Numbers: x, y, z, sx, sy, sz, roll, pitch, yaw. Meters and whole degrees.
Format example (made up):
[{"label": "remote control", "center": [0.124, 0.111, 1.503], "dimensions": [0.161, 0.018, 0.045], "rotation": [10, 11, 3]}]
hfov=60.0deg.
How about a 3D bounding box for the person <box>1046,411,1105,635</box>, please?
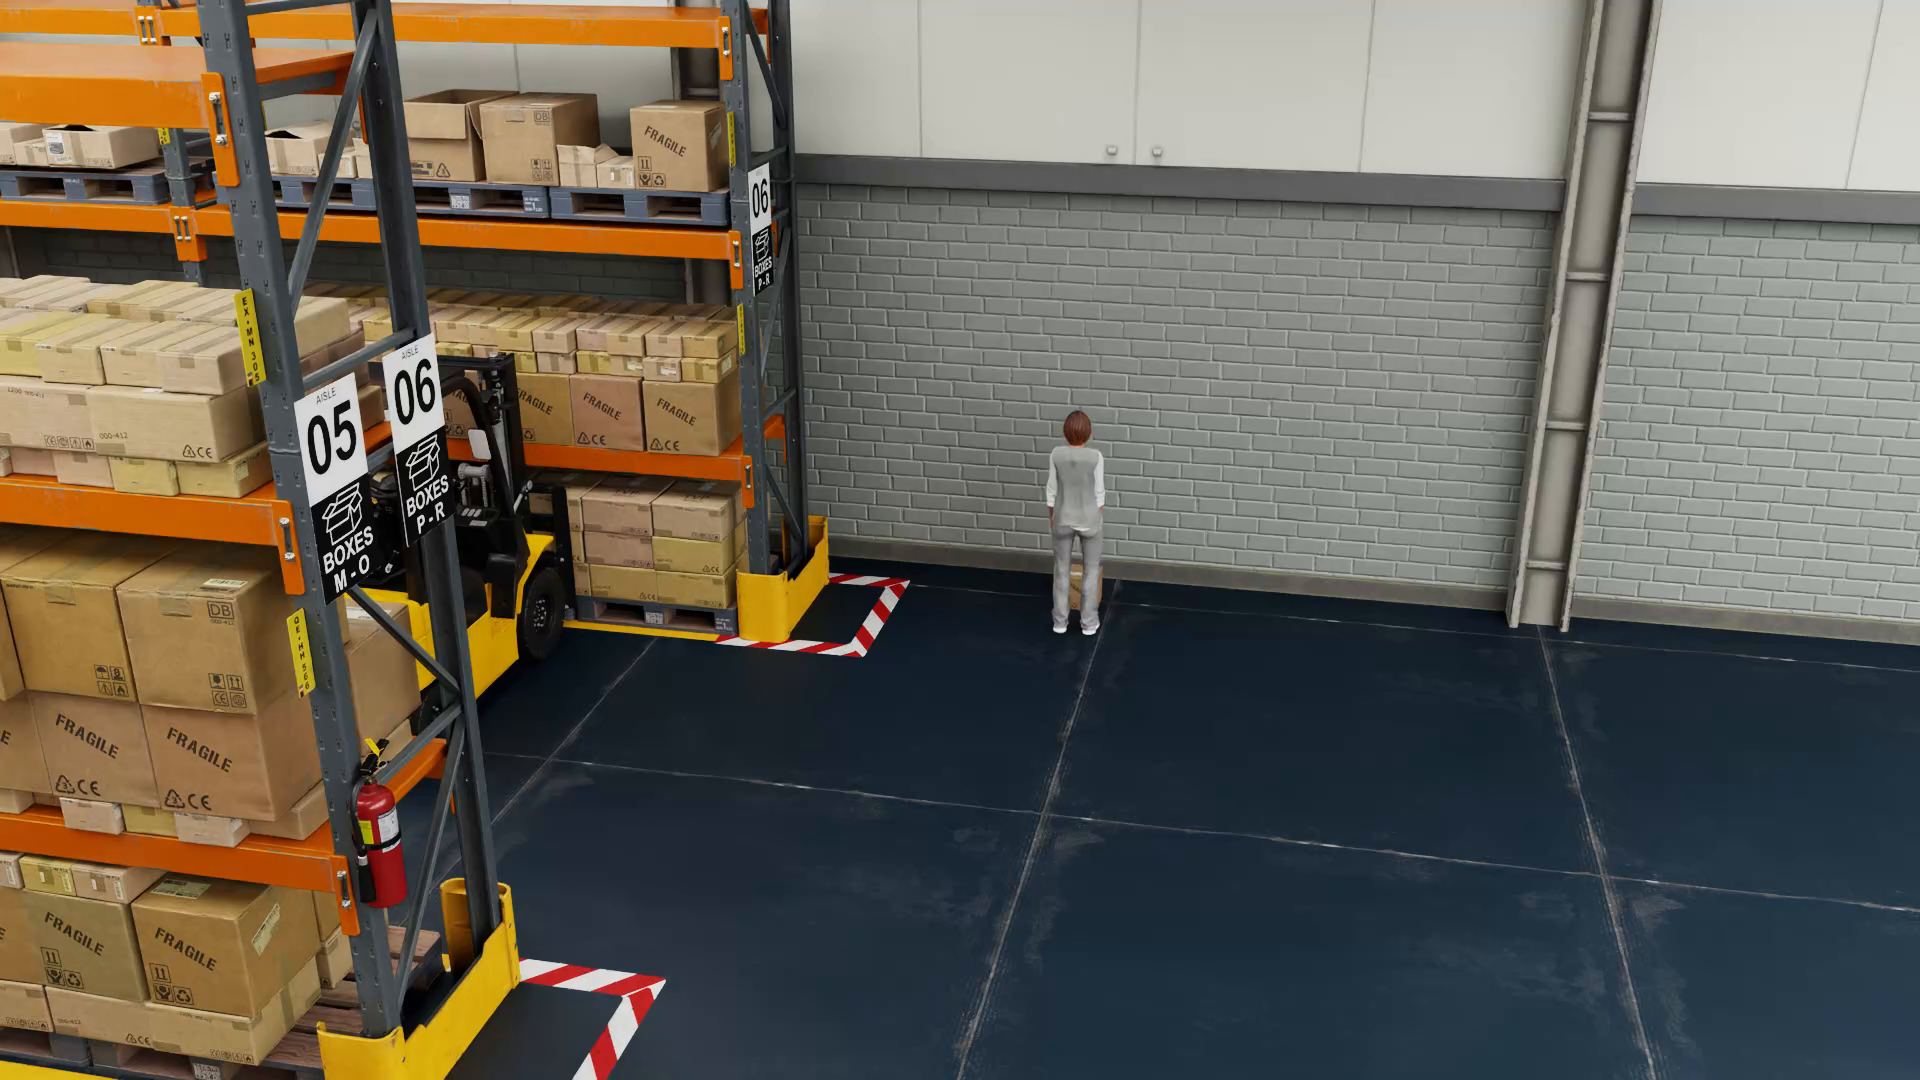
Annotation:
[{"label": "person", "center": [0.785, -0.111, 11.399], "dimensions": [0.407, 1.587, 0.301], "rotation": [5, 22, 12]}]
